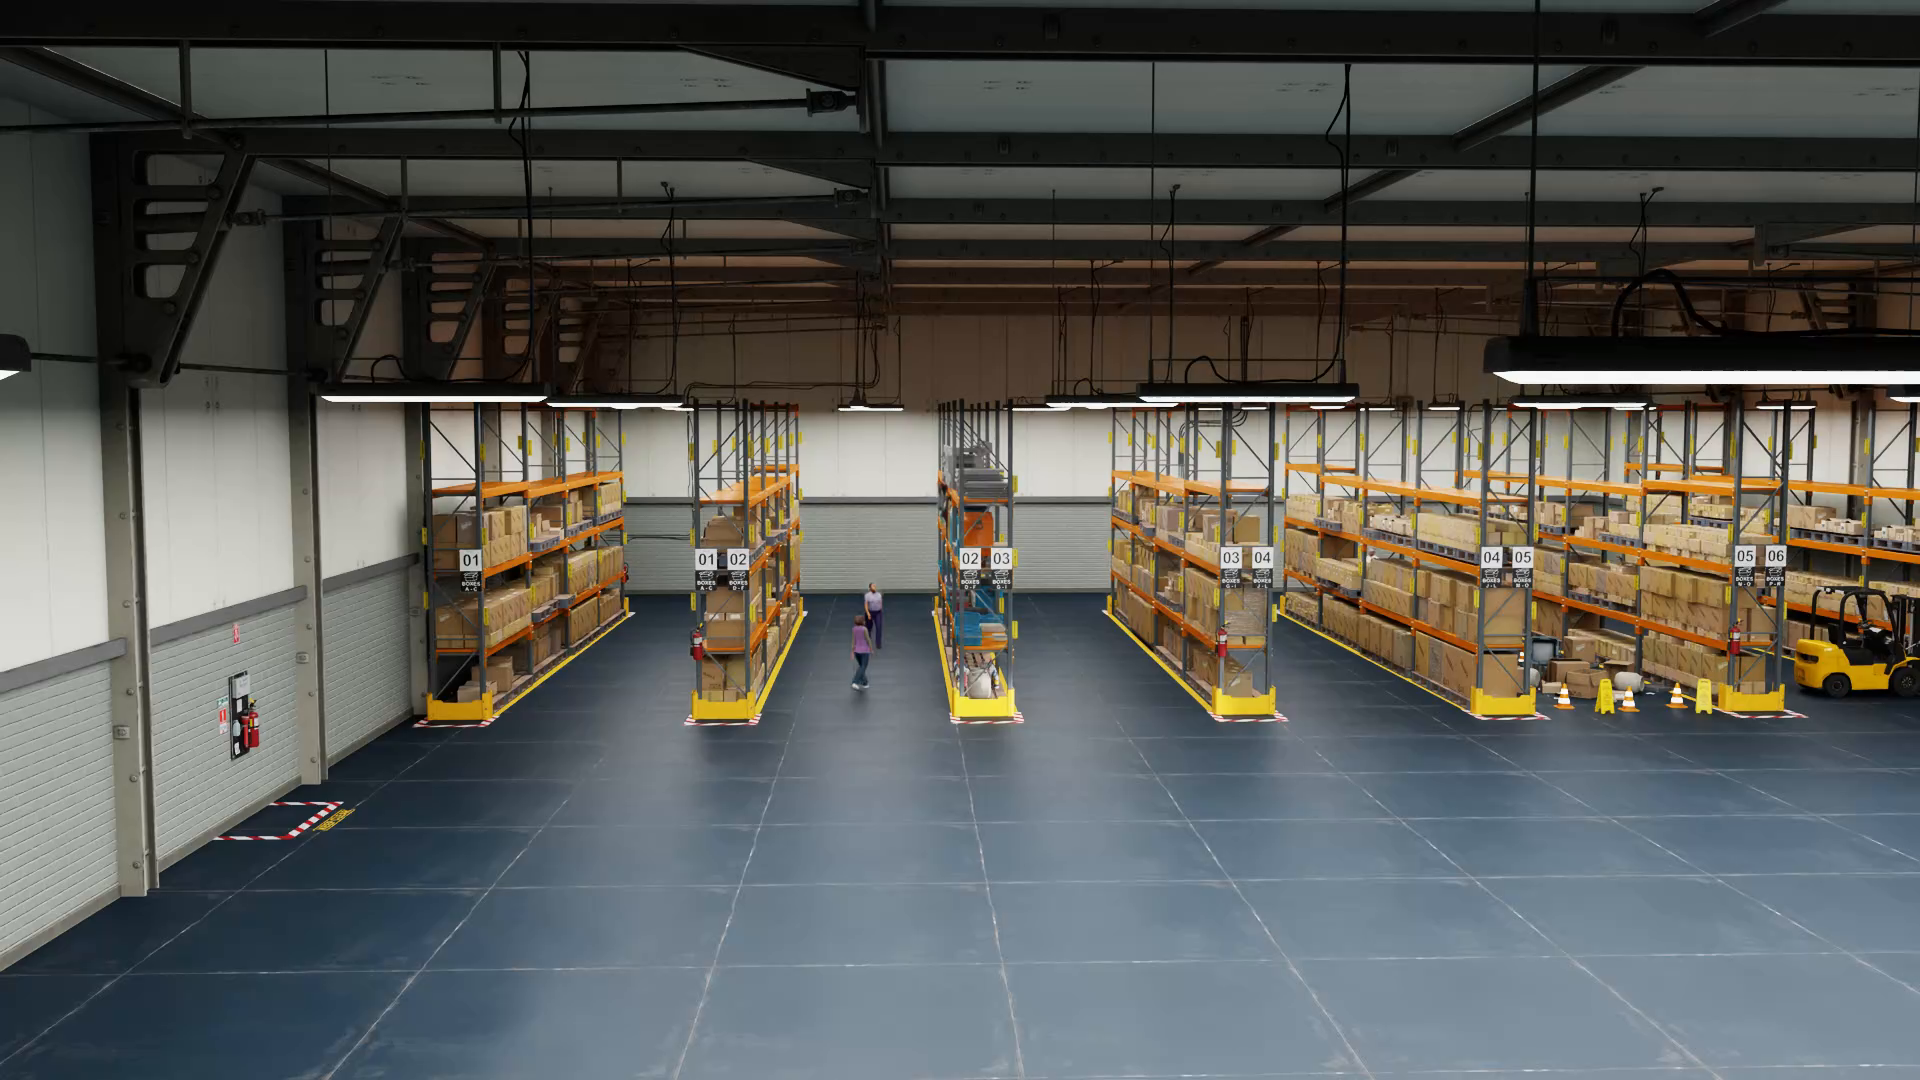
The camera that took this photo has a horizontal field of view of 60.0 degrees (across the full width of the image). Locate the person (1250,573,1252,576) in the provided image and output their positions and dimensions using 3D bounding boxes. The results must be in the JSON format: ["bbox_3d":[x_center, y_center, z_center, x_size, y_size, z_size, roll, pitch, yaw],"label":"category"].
[{"bbox_3d":[7.595,1.620,42.785,0.502,1.757,0.983,0,4,0],"label":"person"}]

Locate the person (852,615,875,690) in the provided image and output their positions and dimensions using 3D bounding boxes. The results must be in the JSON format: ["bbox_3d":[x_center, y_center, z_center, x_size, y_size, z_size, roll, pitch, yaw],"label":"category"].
[{"bbox_3d":[-2.025,2.323,34.380,0.436,1.556,0.876,3,5,32],"label":"person"}]

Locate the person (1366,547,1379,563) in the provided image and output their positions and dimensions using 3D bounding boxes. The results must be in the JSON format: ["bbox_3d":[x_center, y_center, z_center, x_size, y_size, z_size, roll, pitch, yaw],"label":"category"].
[{"bbox_3d":[12.523,1.067,50.482,0.466,1.698,0.447,0,4,5],"label":"person"}]

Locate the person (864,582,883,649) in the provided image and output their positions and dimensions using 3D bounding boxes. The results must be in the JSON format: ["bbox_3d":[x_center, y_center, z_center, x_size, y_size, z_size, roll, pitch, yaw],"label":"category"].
[{"bbox_3d":[-2.108,1.833,40.578,0.474,1.591,0.940,-1,4,-8],"label":"person"}]
